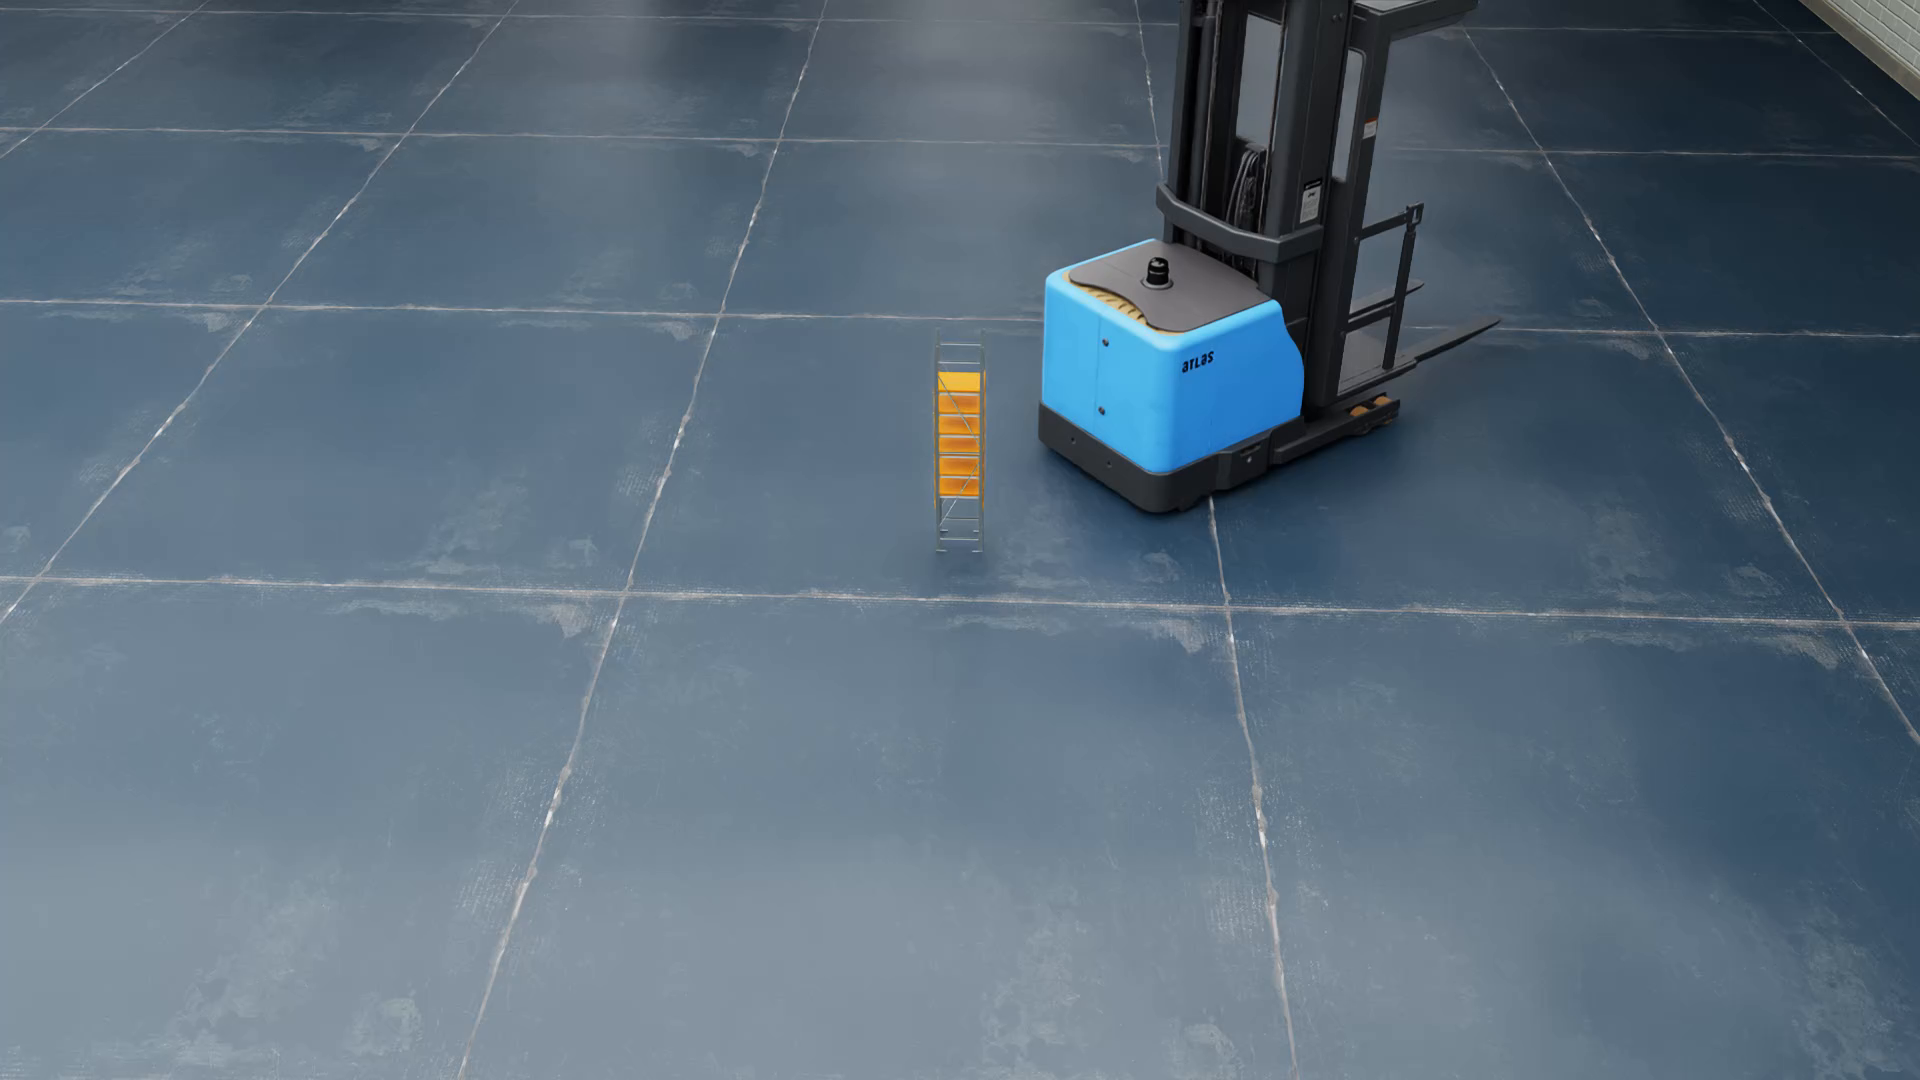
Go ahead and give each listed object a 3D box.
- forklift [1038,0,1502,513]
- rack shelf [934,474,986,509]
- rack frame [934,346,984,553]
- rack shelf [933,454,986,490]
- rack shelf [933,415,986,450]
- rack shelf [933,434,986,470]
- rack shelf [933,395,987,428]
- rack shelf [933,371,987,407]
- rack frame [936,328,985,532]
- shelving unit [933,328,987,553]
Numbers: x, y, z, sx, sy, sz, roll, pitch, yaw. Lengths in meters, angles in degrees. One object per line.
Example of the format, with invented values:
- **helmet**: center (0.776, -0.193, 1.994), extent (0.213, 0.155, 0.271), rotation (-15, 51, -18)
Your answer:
- **forklift**: center (1.926, -2.019, 9.020), extent (3.031, 2.935, 1.130), rotation (-23, 41, -29)
- **rack shelf**: center (-0.001, -0.250, 8.502), extent (0.258, 0.103, 0.180), rotation (1, 35, 2)
- **rack frame**: center (-0.004, -0.430, 8.264), extent (0.240, 1.200, 0.006), rotation (1, 35, 2)
- **rack shelf**: center (-0.001, -0.348, 8.433), extent (0.258, 0.103, 0.180), rotation (1, 35, 2)
- **rack shelf**: center (-0.001, -0.544, 8.295), extent (0.258, 0.103, 0.180), rotation (1, 35, 2)
- **rack shelf**: center (-0.001, -0.446, 8.364), extent (0.258, 0.103, 0.180), rotation (1, 35, 2)
- **rack shelf**: center (-0.001, -0.643, 8.226), extent (0.258, 0.103, 0.180), rotation (1, 35, 2)
- **rack shelf**: center (-0.001, -0.741, 8.157), extent (0.258, 0.103, 0.180), rotation (1, 35, 2)
- **rack frame**: center (0.003, -0.535, 8.414), extent (0.240, 1.200, 0.006), rotation (1, 35, 2)
- **shelving unit**: center (-0.001, -0.483, 8.339), extent (0.258, 1.200, 0.189), rotation (1, 35, 2)
